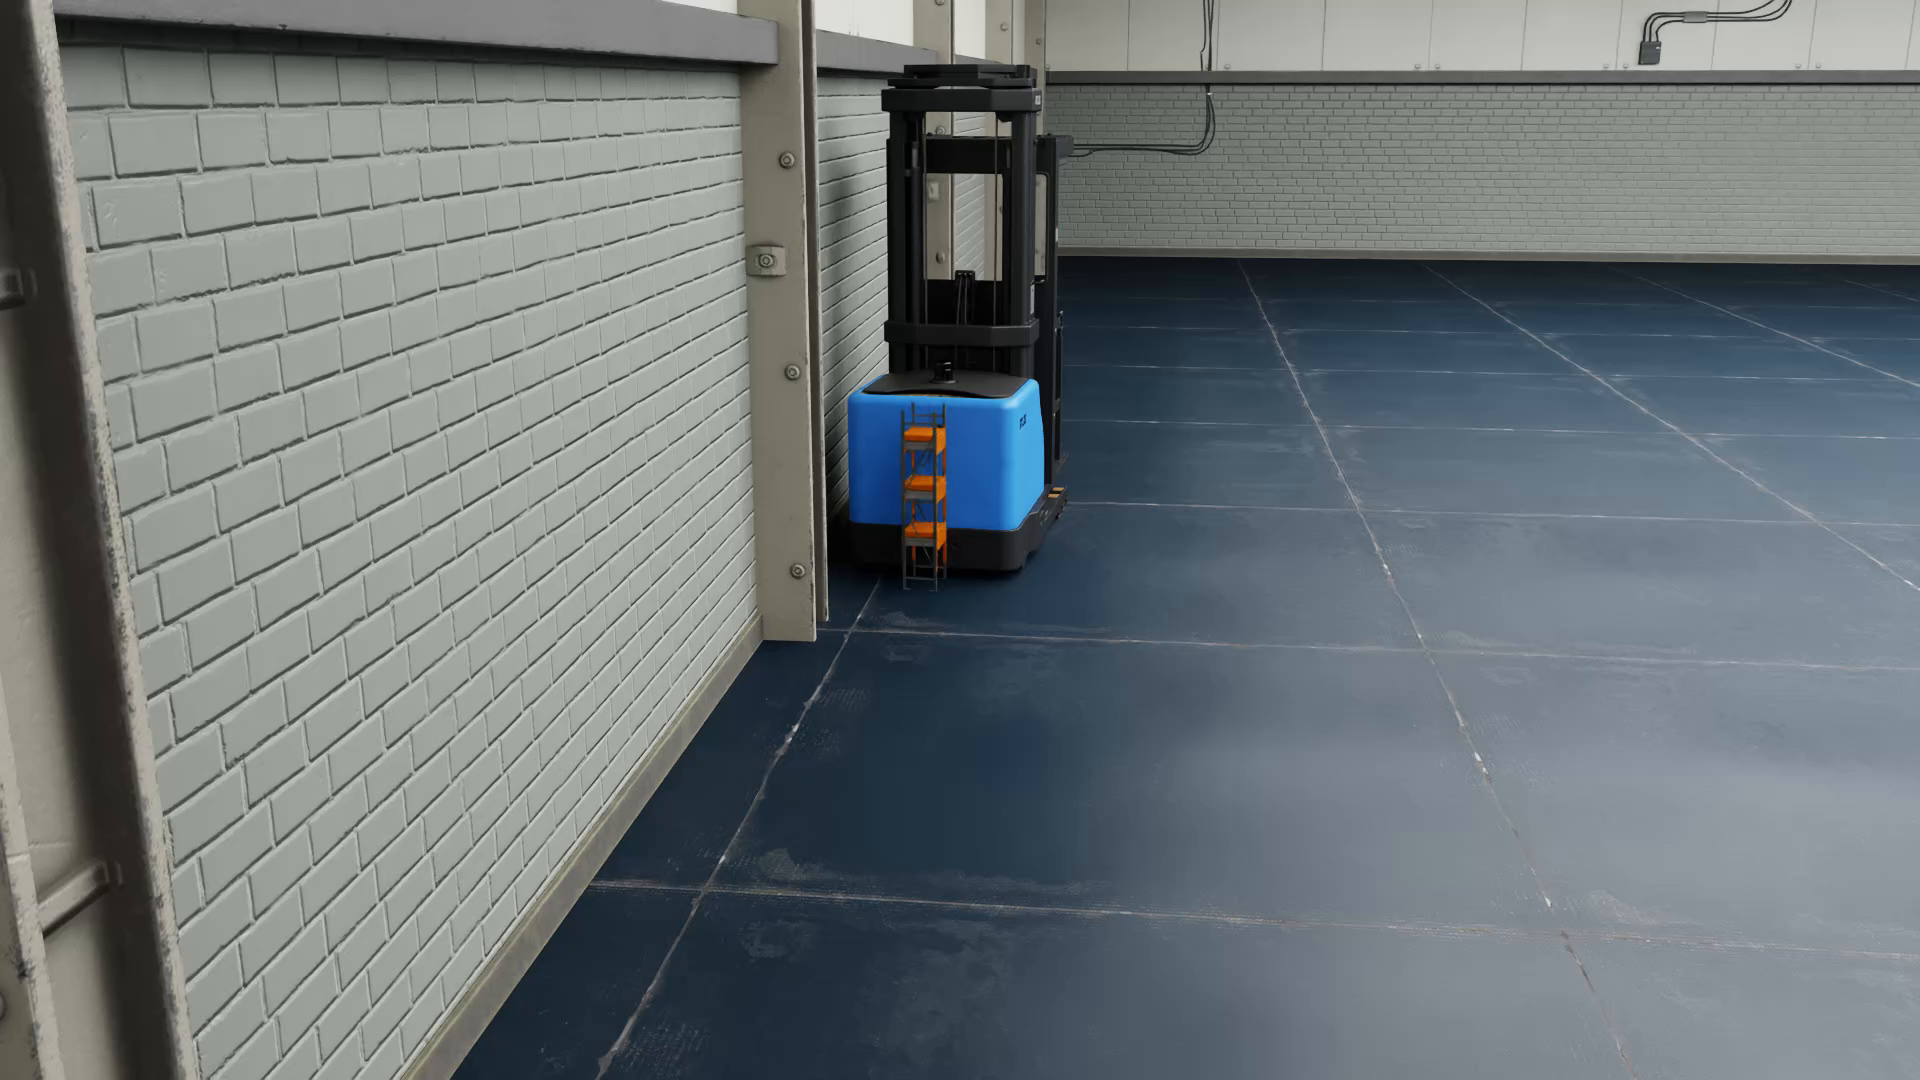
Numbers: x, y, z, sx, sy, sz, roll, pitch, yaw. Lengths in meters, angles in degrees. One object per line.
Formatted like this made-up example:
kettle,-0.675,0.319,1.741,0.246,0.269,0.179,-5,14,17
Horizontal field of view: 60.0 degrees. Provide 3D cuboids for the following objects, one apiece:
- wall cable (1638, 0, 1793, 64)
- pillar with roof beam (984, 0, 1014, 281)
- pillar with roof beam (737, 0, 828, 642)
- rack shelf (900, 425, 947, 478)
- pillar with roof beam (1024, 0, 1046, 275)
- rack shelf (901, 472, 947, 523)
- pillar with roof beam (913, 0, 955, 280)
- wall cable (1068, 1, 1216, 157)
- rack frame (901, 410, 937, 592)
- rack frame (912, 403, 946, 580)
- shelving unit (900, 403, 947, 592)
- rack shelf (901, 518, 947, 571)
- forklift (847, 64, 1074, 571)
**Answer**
wall cable,12.215,-10.620,26.184,2.305,6.003,0.169,2,15,6
pillar with roof beam,4.738,-6.854,18.771,9.100,9.000,0.400,2,15,6
pillar with roof beam,3.384,-3.742,7.261,9.100,9.000,0.400,2,15,6
rack shelf,-0.206,-0.510,9.490,0.215,0.259,0.240,3,16,12
pillar with roof beam,5.416,-8.411,24.526,9.100,9.000,0.400,2,15,6
rack shelf,-0.206,-0.236,9.564,0.215,0.259,0.240,3,16,12
pillar with roof beam,4.061,-5.298,13.016,9.100,9.000,0.400,2,15,6
wall cable,2.784,-7.764,28.082,3.097,2.526,0.112,2,15,6
rack frame,-0.232,-0.215,9.446,0.200,1.050,0.008,3,16,12
rack frame,-0.180,-0.278,9.677,0.200,1.050,0.008,3,16,12
shelving unit,-0.206,-0.246,9.562,0.215,1.050,0.252,3,16,12
rack shelf,-0.206,0.032,9.637,0.215,0.259,0.240,3,16,12
forklift,0.128,-1.575,10.873,1.130,2.935,3.031,3,15,11
